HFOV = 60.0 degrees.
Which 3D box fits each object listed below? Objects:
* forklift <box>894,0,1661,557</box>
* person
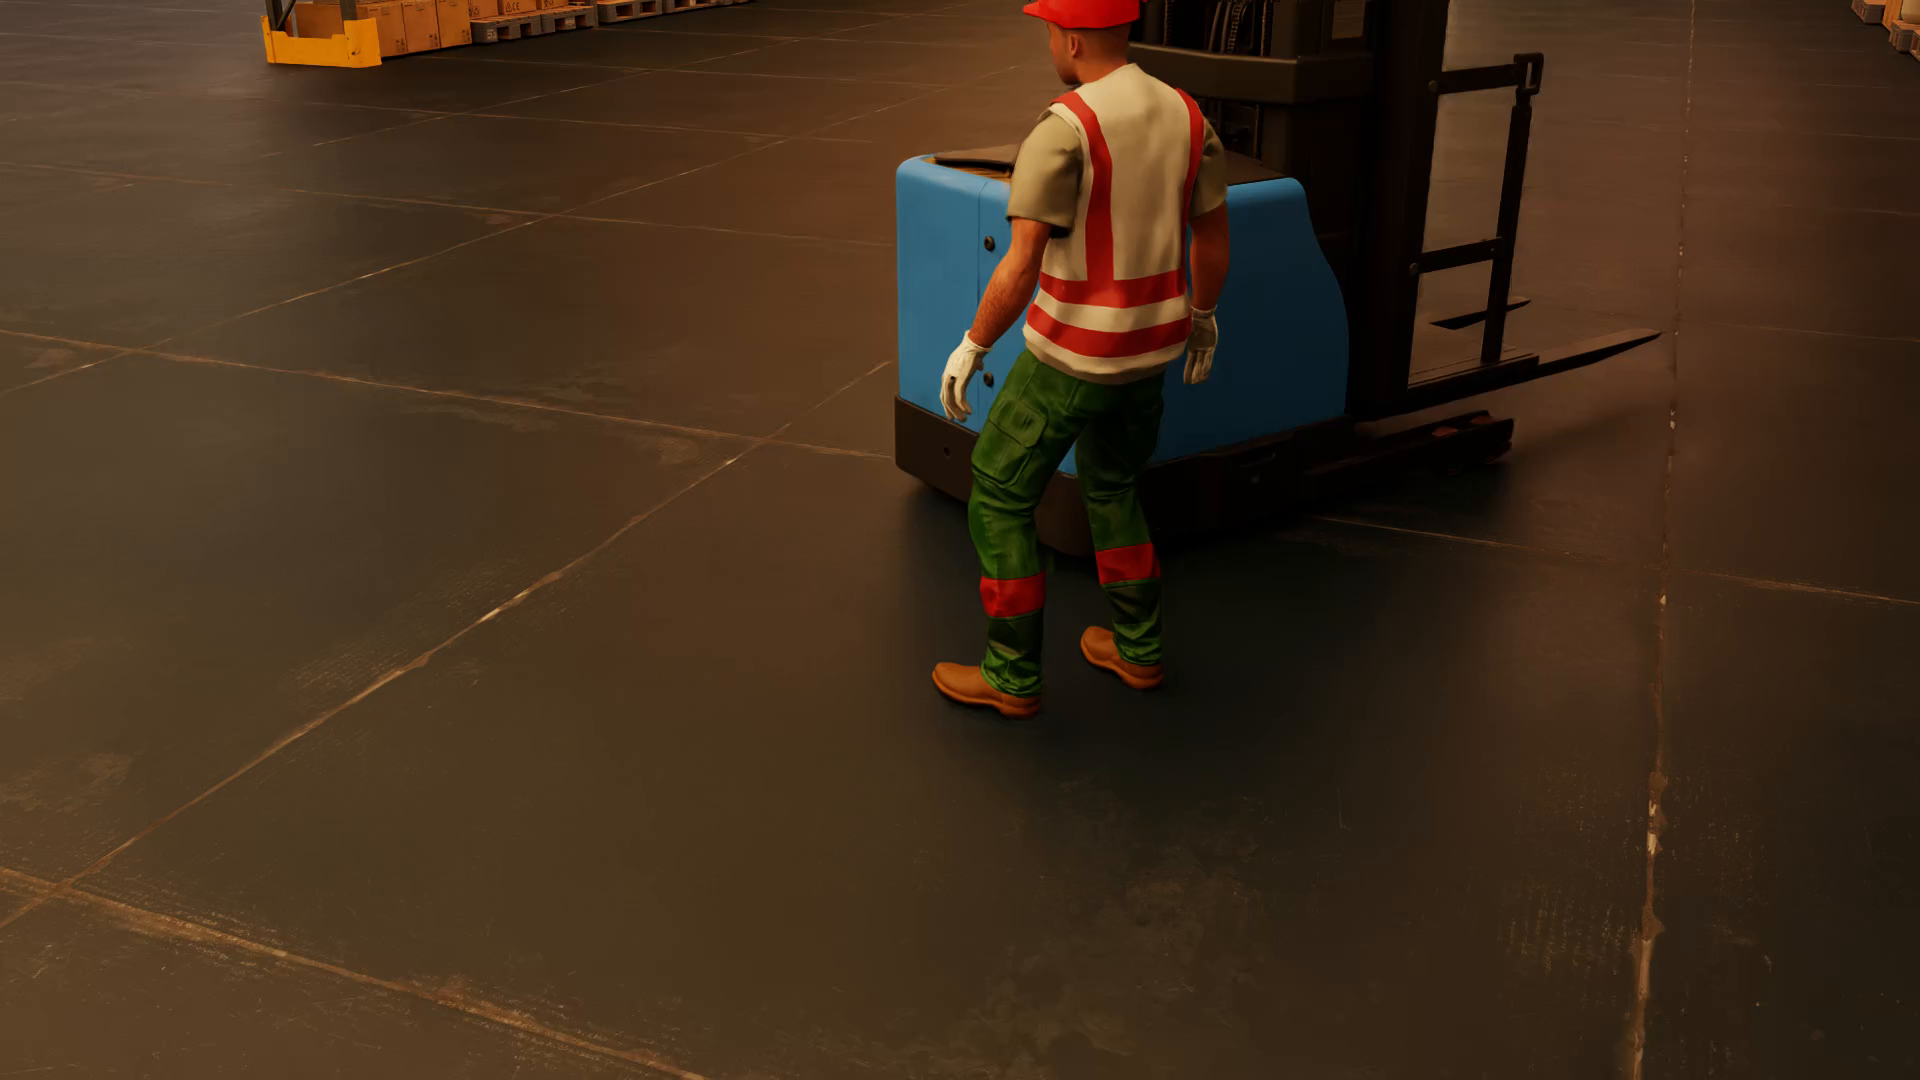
[{"bbox_3d":[1.286,-1.720,5.408,3.031,2.935,1.130,-15,27,-32],"label":"forklift"},{"bbox_3d":[0.305,-0.455,3.919,0.815,1.754,0.398,-17,28,-35],"label":"person"}]
